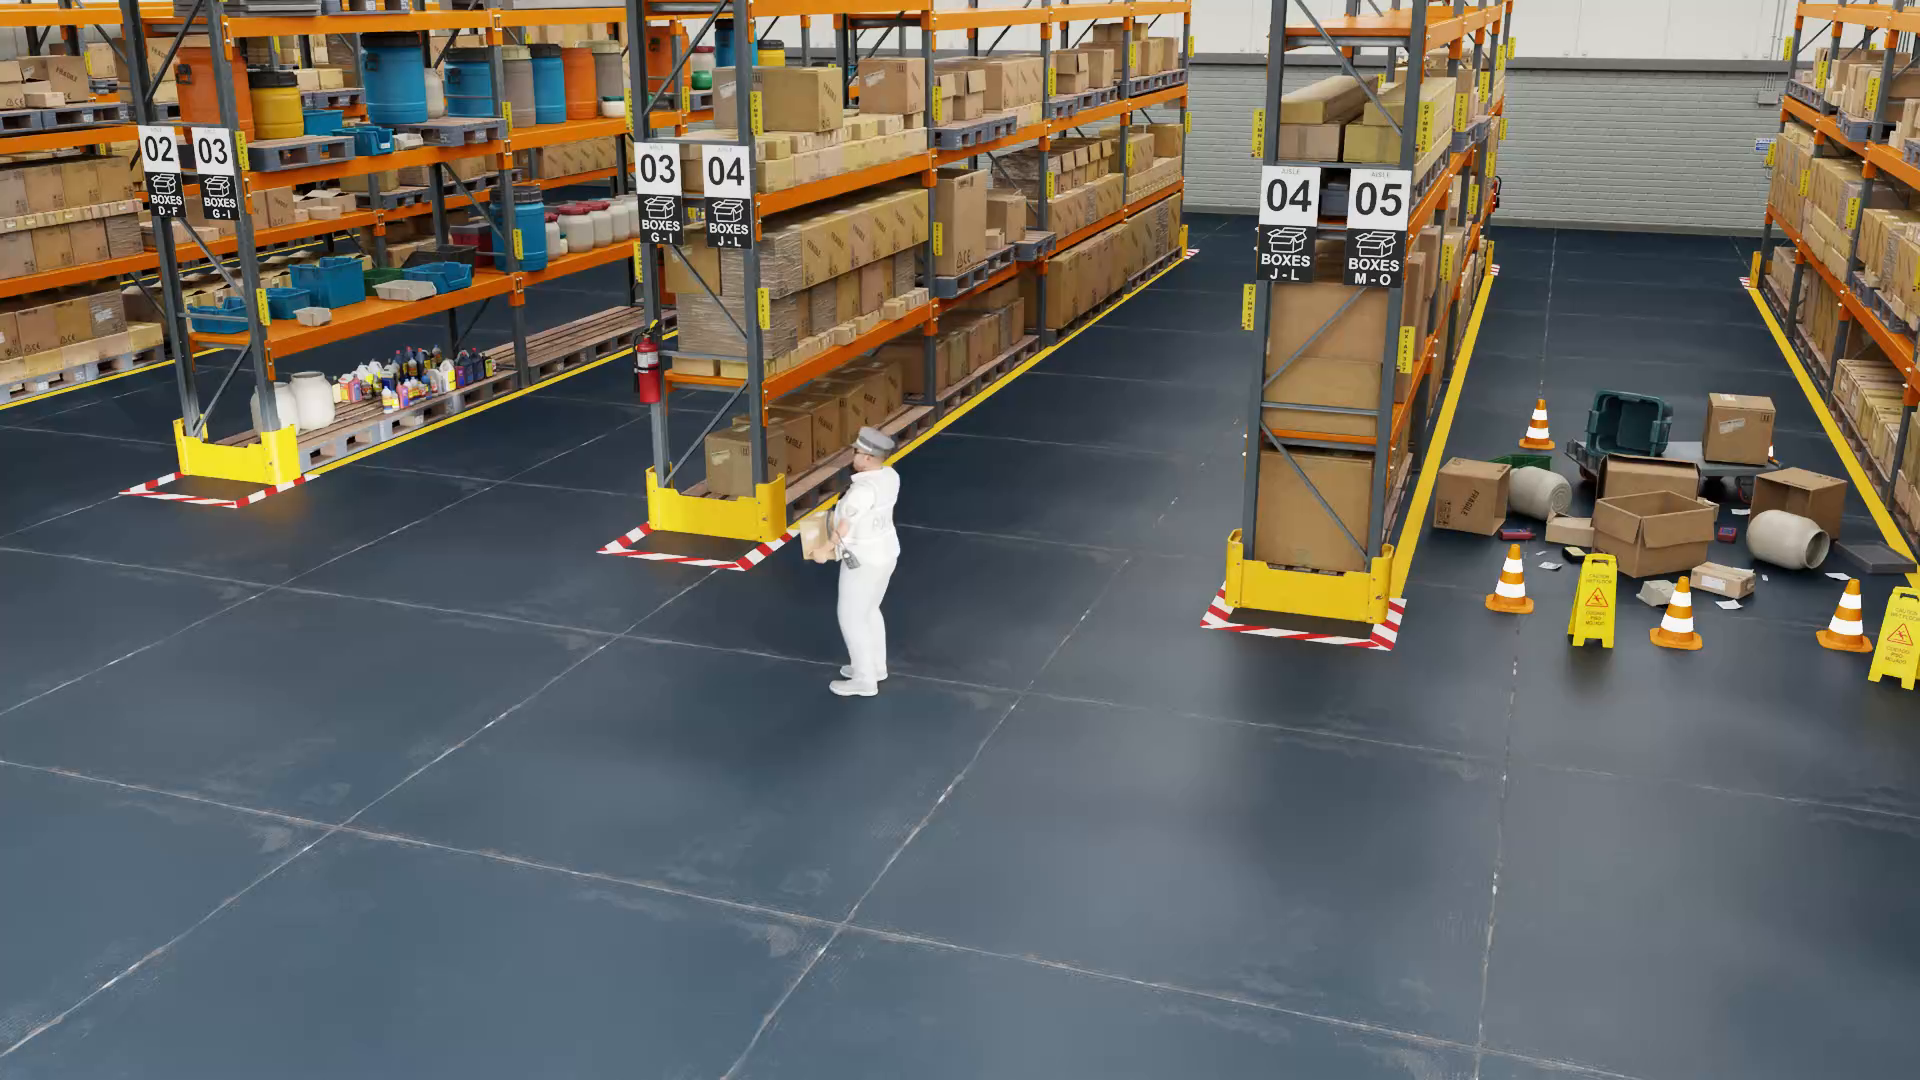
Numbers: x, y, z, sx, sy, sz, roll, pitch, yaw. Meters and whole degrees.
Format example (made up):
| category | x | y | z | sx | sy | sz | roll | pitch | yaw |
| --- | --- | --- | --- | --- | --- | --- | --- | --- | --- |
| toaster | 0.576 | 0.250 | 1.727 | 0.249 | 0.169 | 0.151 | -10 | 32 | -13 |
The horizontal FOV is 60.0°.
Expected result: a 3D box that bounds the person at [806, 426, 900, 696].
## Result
| category | x | y | z | sx | sy | sz | roll | pitch | yaw |
| --- | --- | --- | --- | --- | --- | --- | --- | --- | --- |
| person | -0.680 | 0.117 | 10.673 | 0.565 | 1.766 | 0.494 | 7 | 20 | 19 |
